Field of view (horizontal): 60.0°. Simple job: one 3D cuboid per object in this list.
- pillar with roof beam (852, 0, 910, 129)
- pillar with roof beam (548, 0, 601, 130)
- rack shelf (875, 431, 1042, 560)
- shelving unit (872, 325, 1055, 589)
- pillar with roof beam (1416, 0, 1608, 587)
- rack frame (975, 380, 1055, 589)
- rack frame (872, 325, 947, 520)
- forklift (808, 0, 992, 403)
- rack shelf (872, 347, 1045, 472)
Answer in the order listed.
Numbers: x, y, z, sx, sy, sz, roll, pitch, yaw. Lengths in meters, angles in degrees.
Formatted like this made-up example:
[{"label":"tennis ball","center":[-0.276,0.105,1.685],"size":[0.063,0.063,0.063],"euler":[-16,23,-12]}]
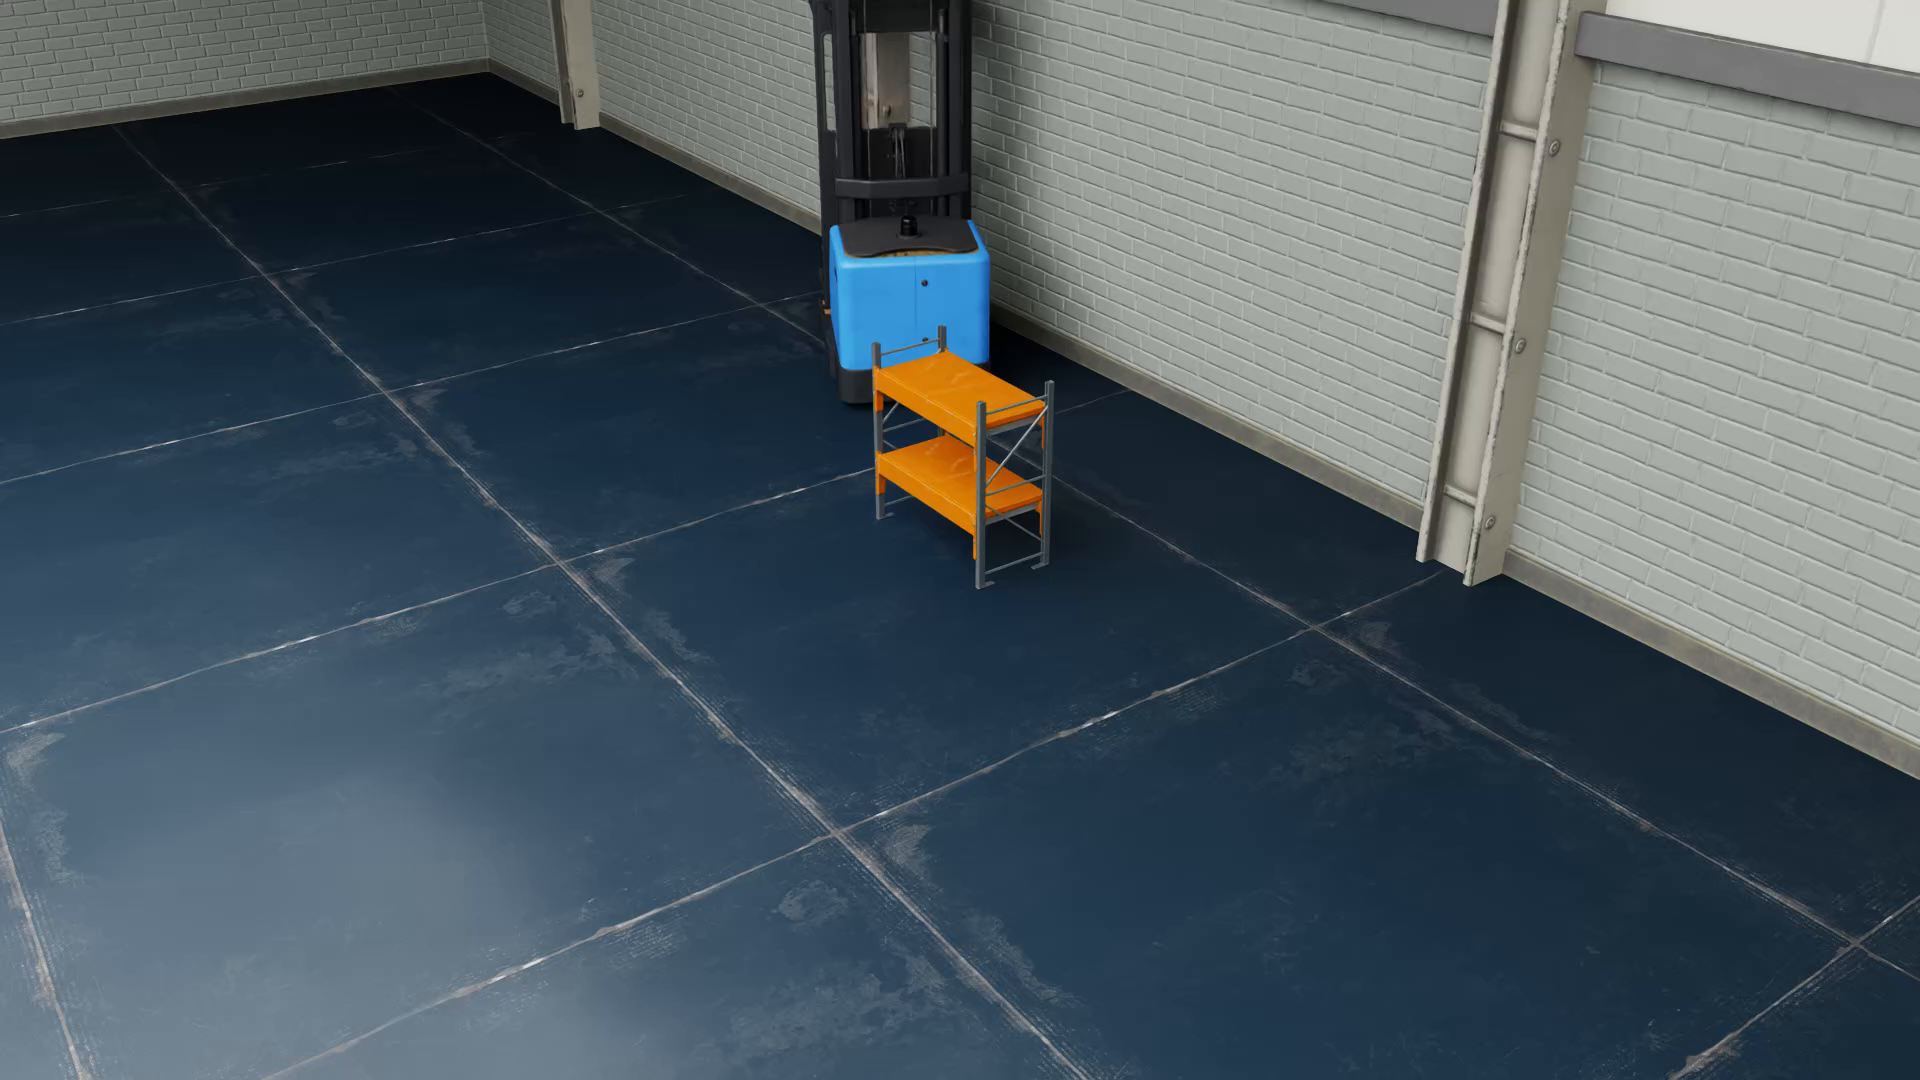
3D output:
[{"label":"pillar with roof beam","center":[-4.134,-4.953,9.441],"size":[9.100,9.000,0.400],"euler":[-19,34,-31]},{"label":"pillar with roof beam","center":[-7.614,-7.286,13.736],"size":[9.100,9.000,0.400],"euler":[-19,34,-31]},{"label":"rack shelf","center":[0.004,-0.277,9.593],"size":[0.538,0.278,1.000],"euler":[-19,34,-31]},{"label":"shelving unit","center":[0.004,-0.492,9.477],"size":[0.538,1.125,1.048],"euler":[-19,34,-31]},{"label":"pillar with roof beam","center":[-0.654,-2.621,5.146],"size":[9.100,9.000,0.400],"euler":[-19,34,-31]},{"label":"rack frame","center":[0.299,-0.294,9.113],"size":[0.500,1.125,0.032],"euler":[-19,34,-31]},{"label":"rack frame","center":[-0.291,-0.689,9.841],"size":[0.500,1.125,0.032],"euler":[-19,34,-31]},{"label":"forklift","center":[-0.494,-2.896,12.011],"size":[1.130,2.935,3.031],"euler":[-4,29,-7]},{"label":"rack shelf","center":[0.004,-0.749,9.337],"size":[0.538,0.278,1.000],"euler":[-19,34,-31]}]
